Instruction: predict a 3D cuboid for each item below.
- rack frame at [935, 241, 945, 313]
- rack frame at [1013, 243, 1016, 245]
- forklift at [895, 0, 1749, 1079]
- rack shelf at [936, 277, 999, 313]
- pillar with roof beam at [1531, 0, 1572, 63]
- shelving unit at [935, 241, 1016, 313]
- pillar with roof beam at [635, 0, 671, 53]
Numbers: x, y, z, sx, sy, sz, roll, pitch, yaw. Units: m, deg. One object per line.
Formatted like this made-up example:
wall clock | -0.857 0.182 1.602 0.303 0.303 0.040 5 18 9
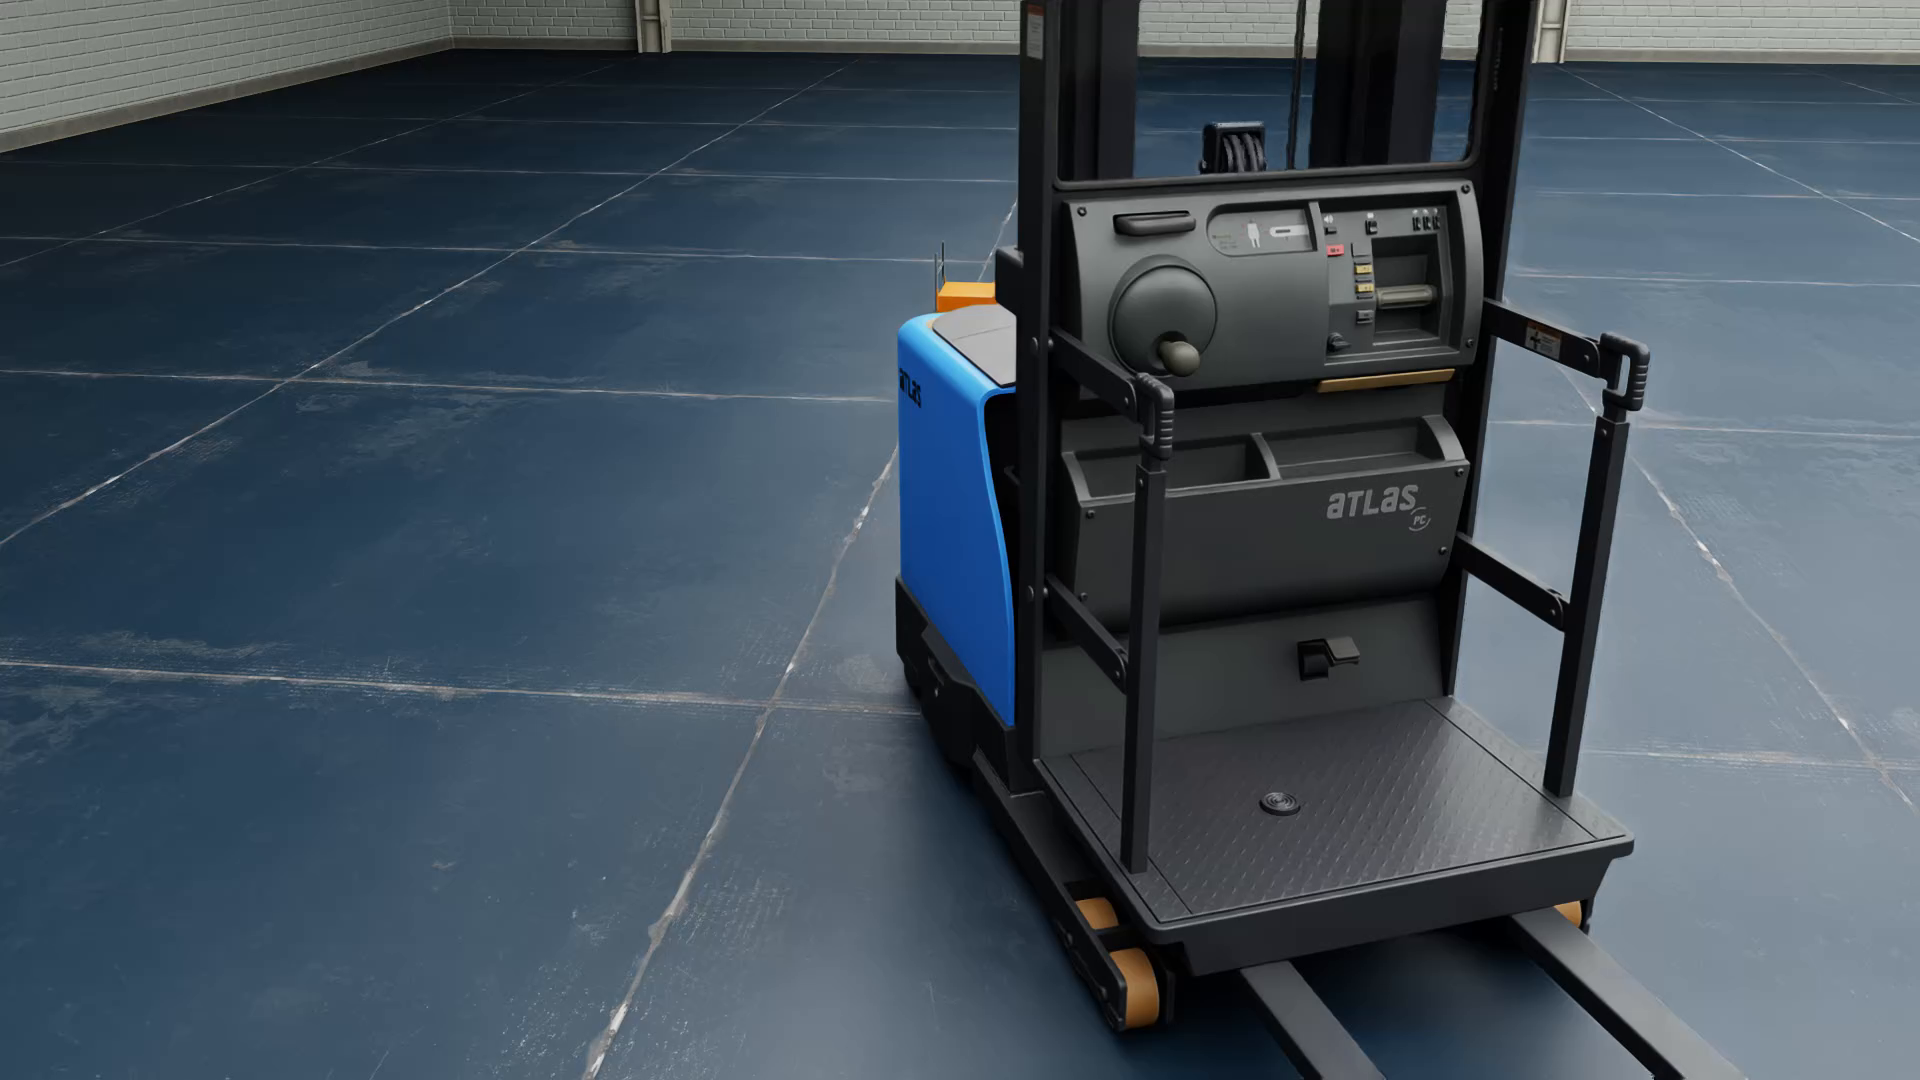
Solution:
rack frame | -0.068 -0.491 5.754 0.008 1.050 0.200 2 22 6
rack frame | 0.174 -0.481 5.728 0.008 1.050 0.200 2 22 6
forklift | 0.737 -0.524 3.280 1.130 2.935 3.031 -7 22 -16
rack shelf | 0.053 -0.740 5.641 0.240 0.259 0.215 2 22 6
pillar with roof beam | 7.172 -8.885 16.174 0.400 9.000 9.100 2 22 6
shelving unit | 0.053 -0.486 5.741 0.252 1.050 0.215 2 22 6
pillar with roof beam | -4.745 -9.404 17.487 0.400 9.000 9.100 2 22 6
